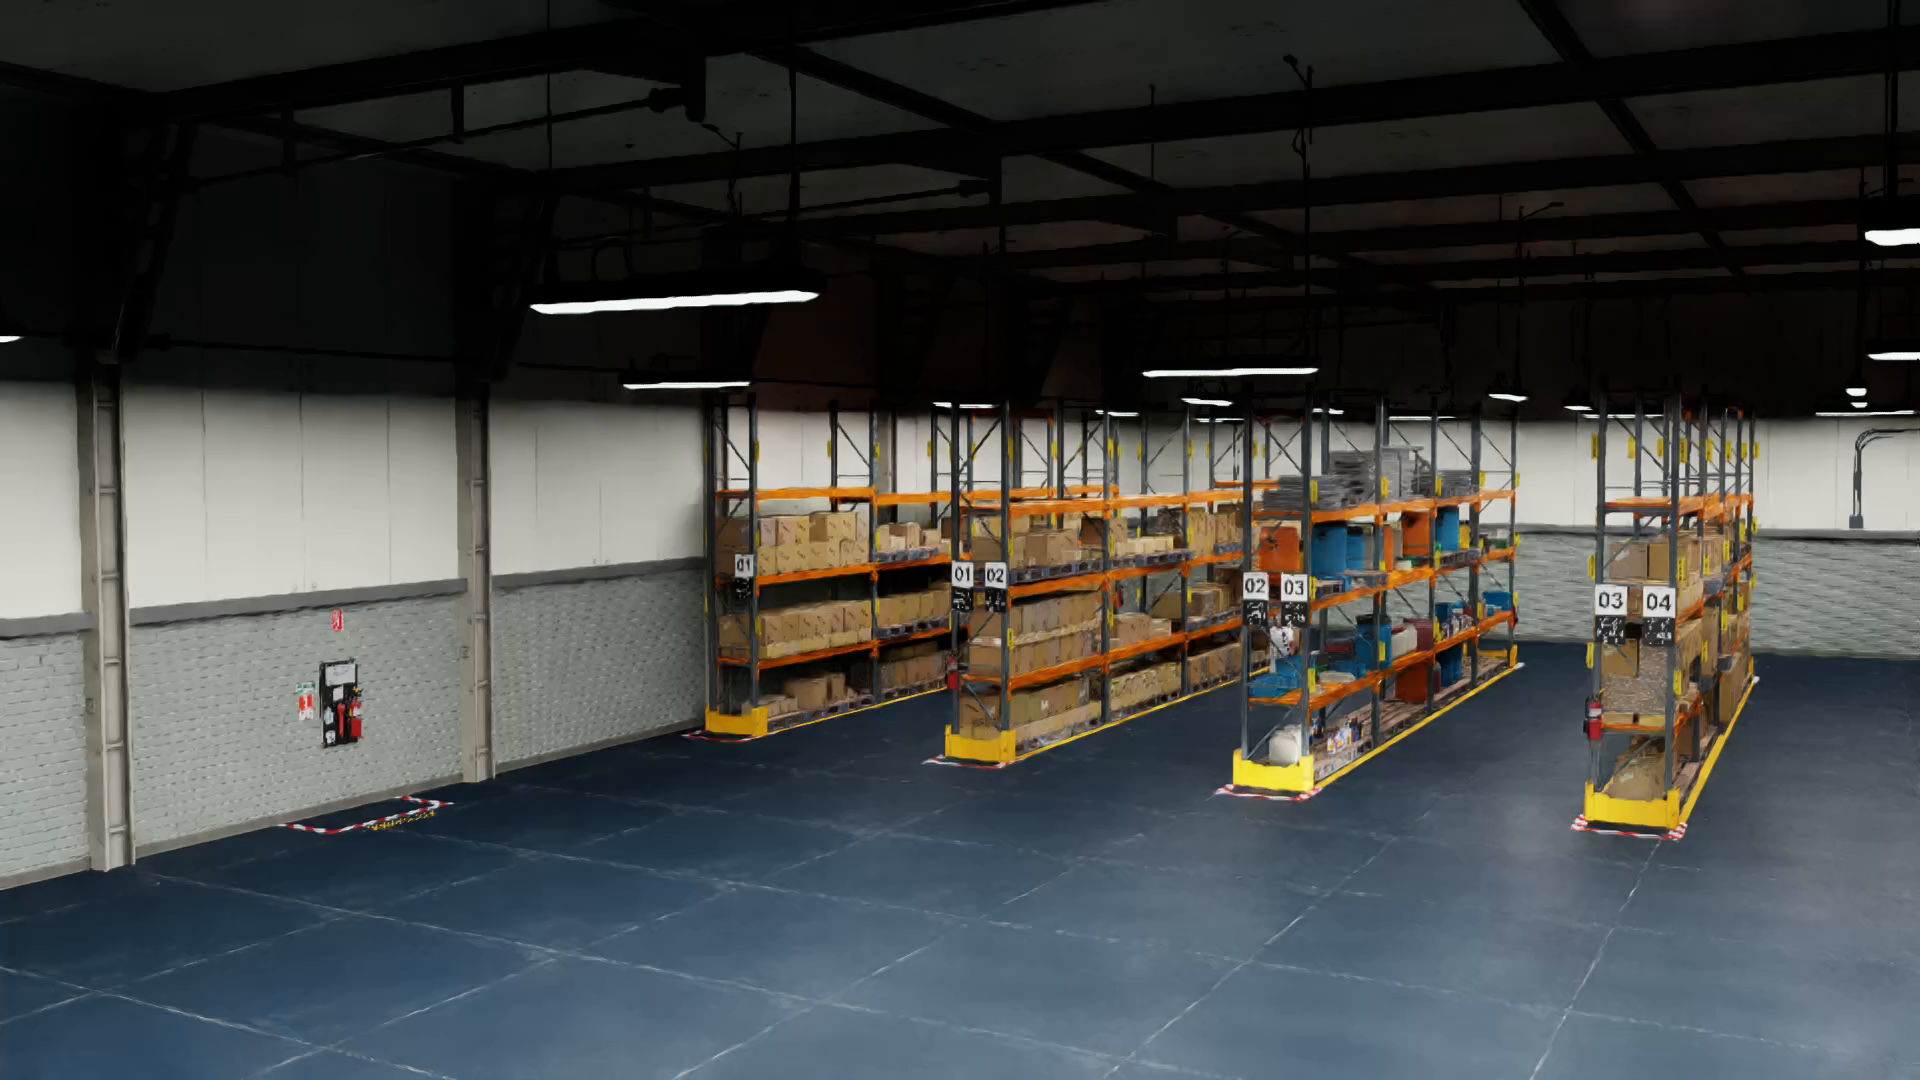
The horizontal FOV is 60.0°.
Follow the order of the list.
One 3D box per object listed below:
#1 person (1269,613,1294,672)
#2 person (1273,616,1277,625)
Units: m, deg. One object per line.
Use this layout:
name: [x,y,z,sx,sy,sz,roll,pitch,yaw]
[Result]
person: [6.519,2.319,33.703,0.554,1.712,1.040,2,3,27]
person: [8.255,1.817,42.266,0.771,1.770,0.578,-1,3,-24]
